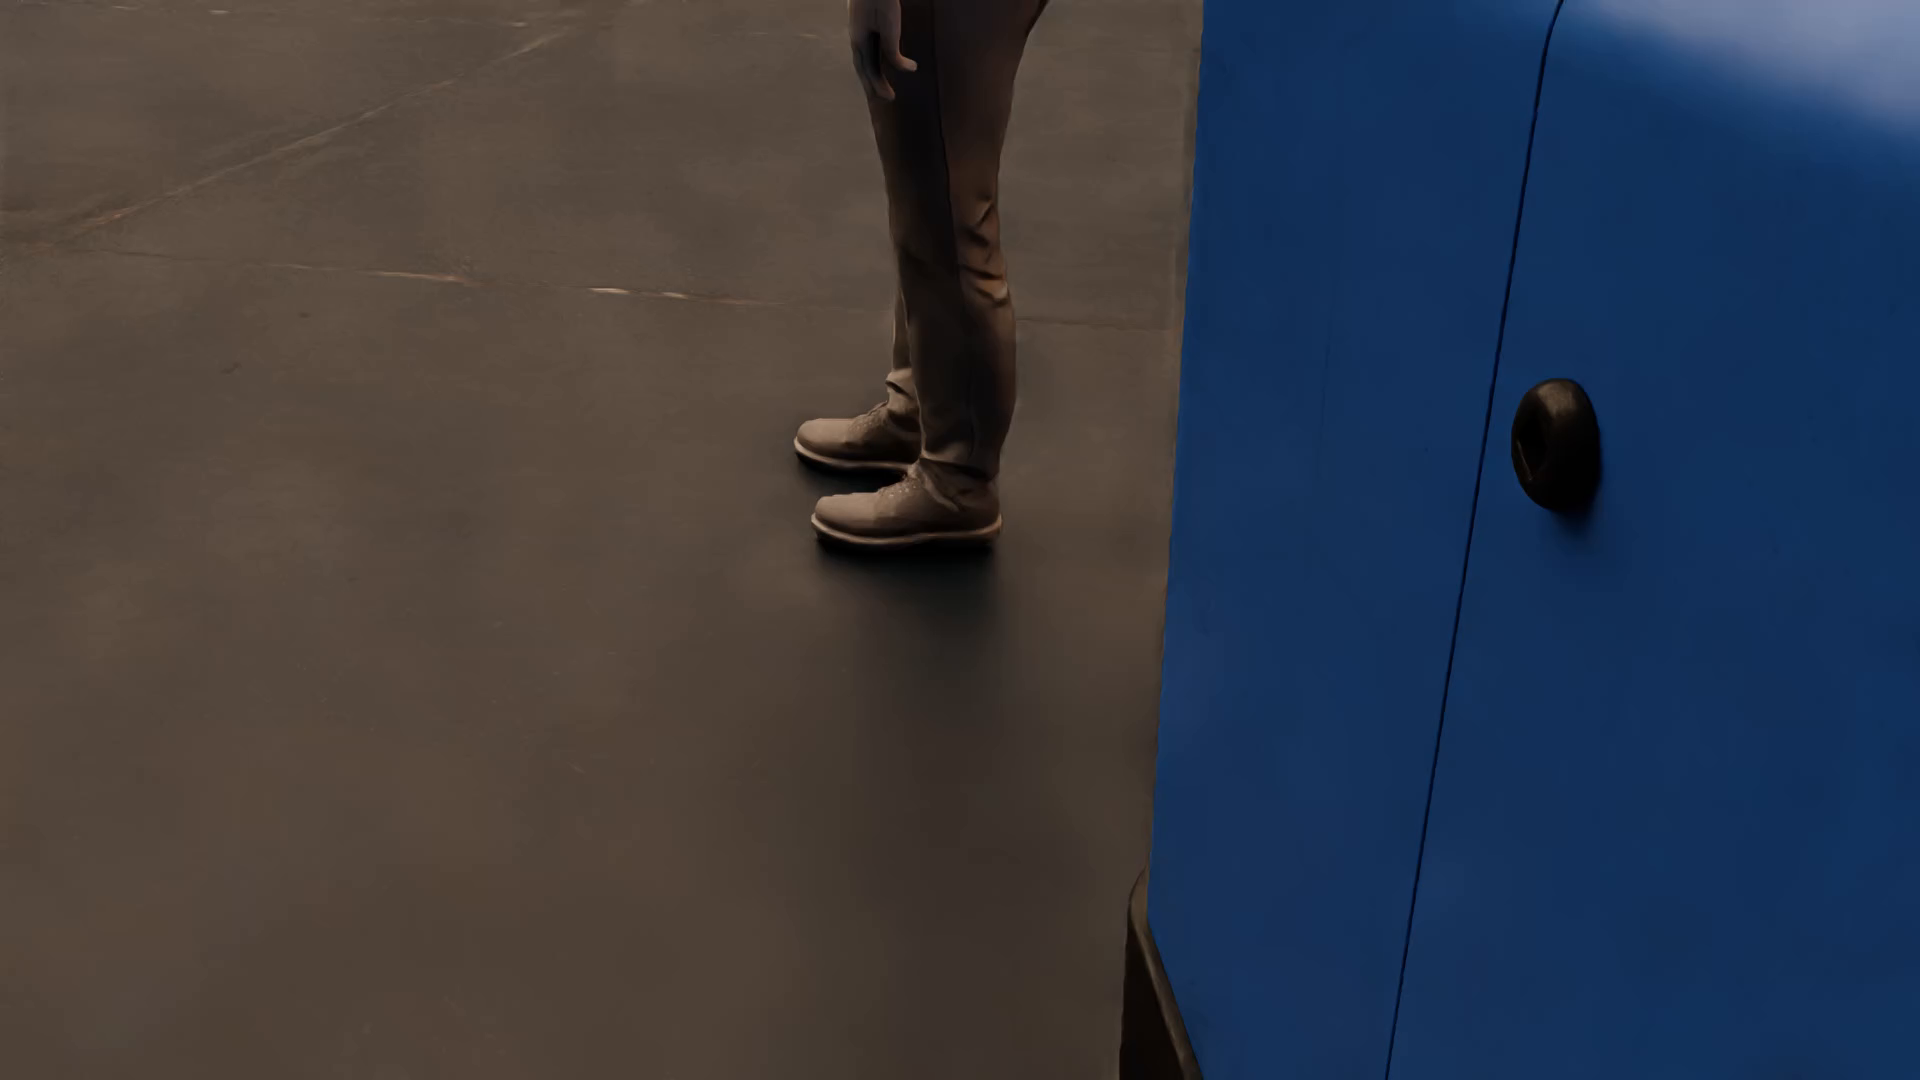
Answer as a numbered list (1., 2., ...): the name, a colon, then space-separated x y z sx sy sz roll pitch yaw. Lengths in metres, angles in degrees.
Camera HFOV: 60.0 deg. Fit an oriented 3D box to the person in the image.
1. person: -0.065 -0.773 2.134 0.533 1.695 0.586 6 27 11
